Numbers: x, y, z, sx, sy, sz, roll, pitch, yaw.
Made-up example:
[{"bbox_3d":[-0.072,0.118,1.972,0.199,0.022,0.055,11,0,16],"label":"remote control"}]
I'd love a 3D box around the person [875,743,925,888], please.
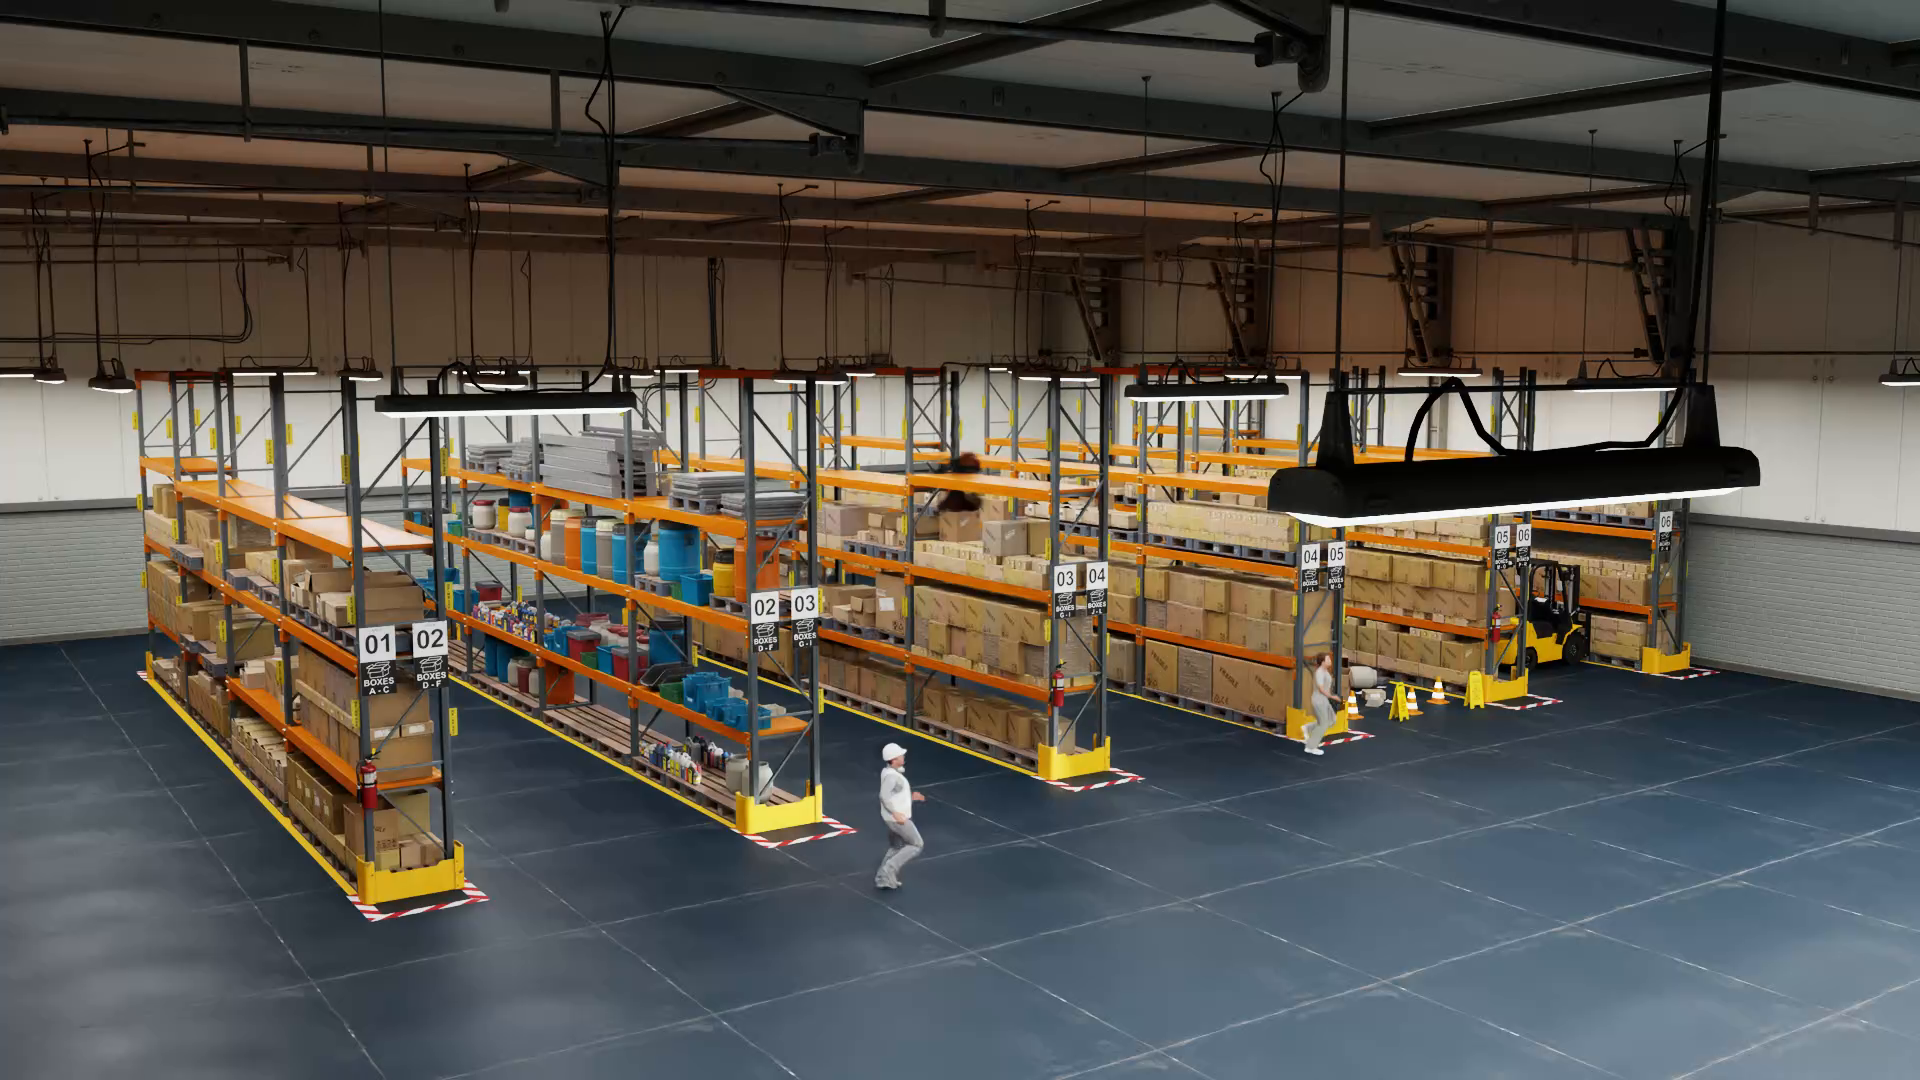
[{"bbox_3d":[-0.702,3.253,19.608,0.610,1.734,0.642,-1,7,-12],"label":"person"}]

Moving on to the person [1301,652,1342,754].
[{"bbox_3d":[5.748,2.570,26.289,0.568,1.631,0.595,2,7,17],"label":"person"}]

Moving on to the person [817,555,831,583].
[{"bbox_3d":[-3.411,0.827,41.824,0.660,1.621,0.647,-1,7,-13],"label":"person"}]
